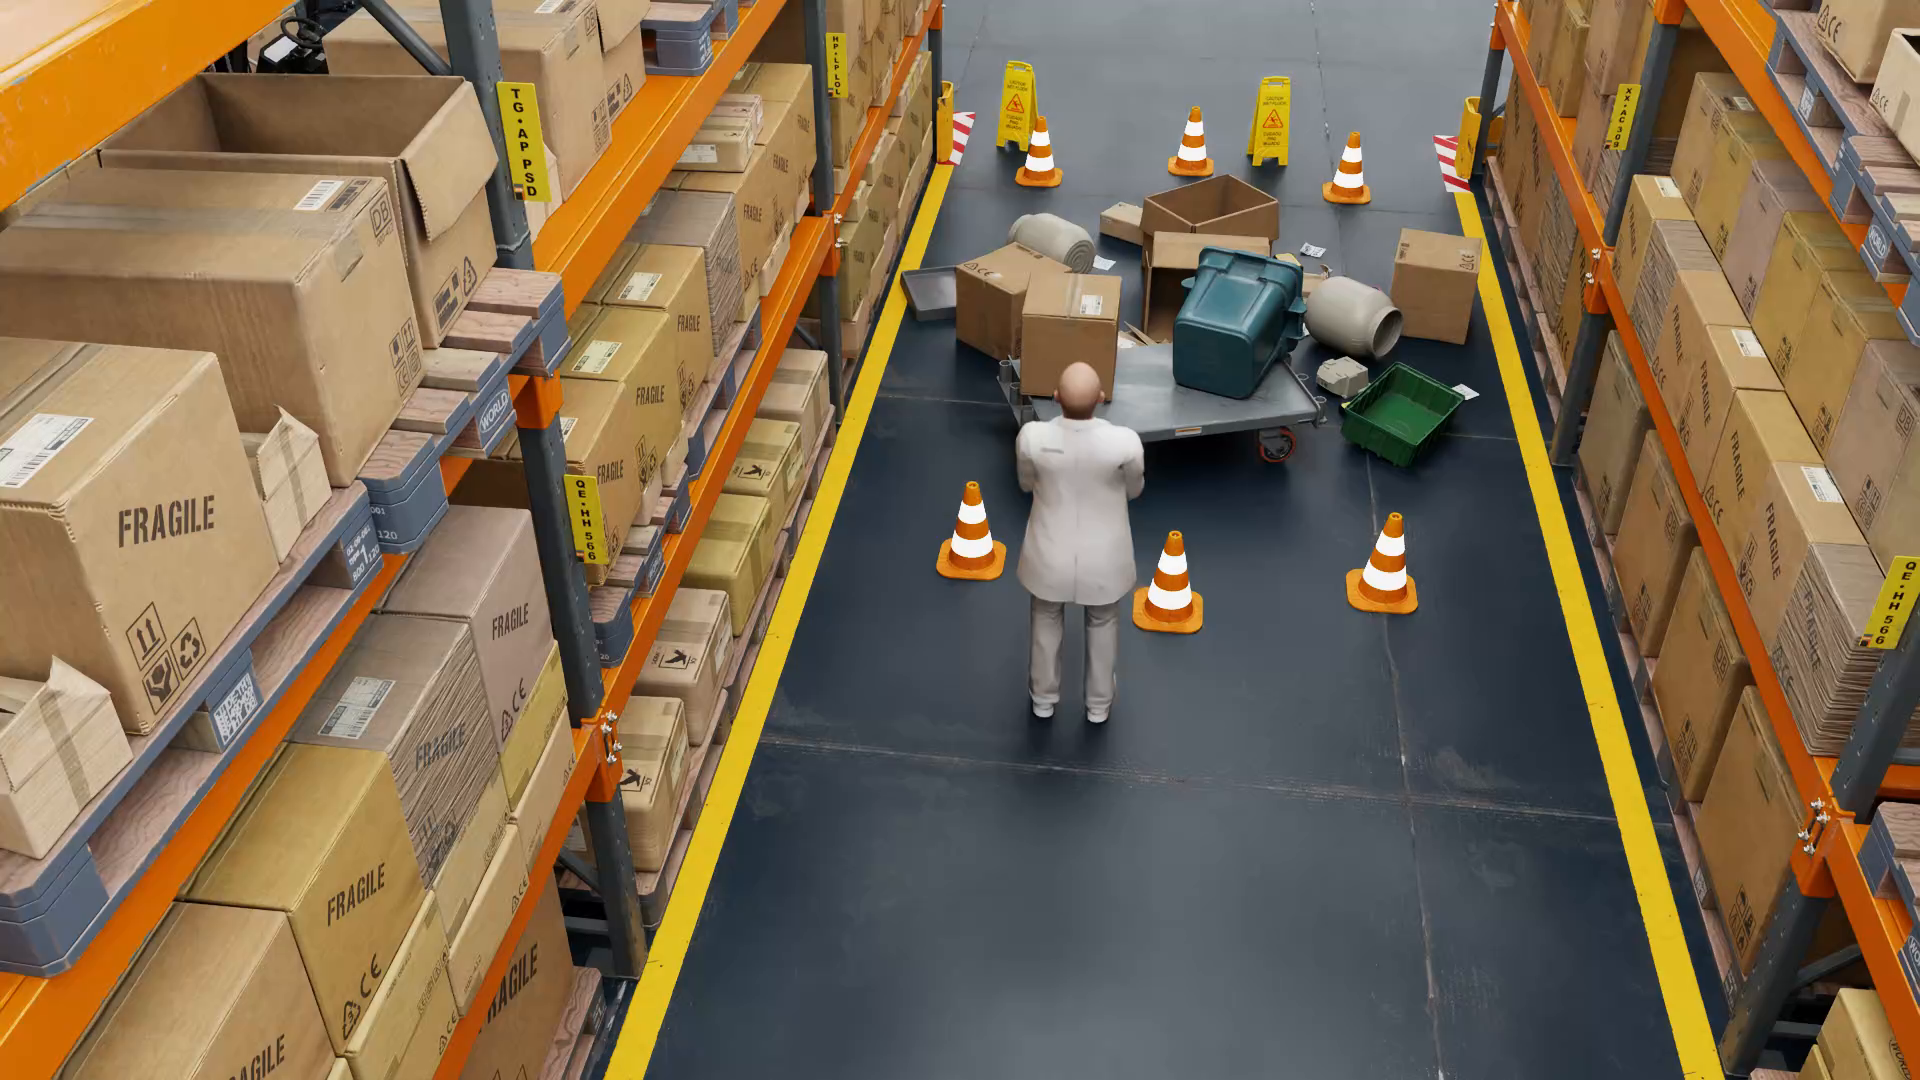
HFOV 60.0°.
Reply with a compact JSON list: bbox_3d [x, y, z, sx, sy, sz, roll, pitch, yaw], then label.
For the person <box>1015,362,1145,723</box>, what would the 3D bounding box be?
[{"bbox_3d":[0.505,-0.047,7.120,0.533,1.774,0.554,4,36,6],"label":"person"}]
